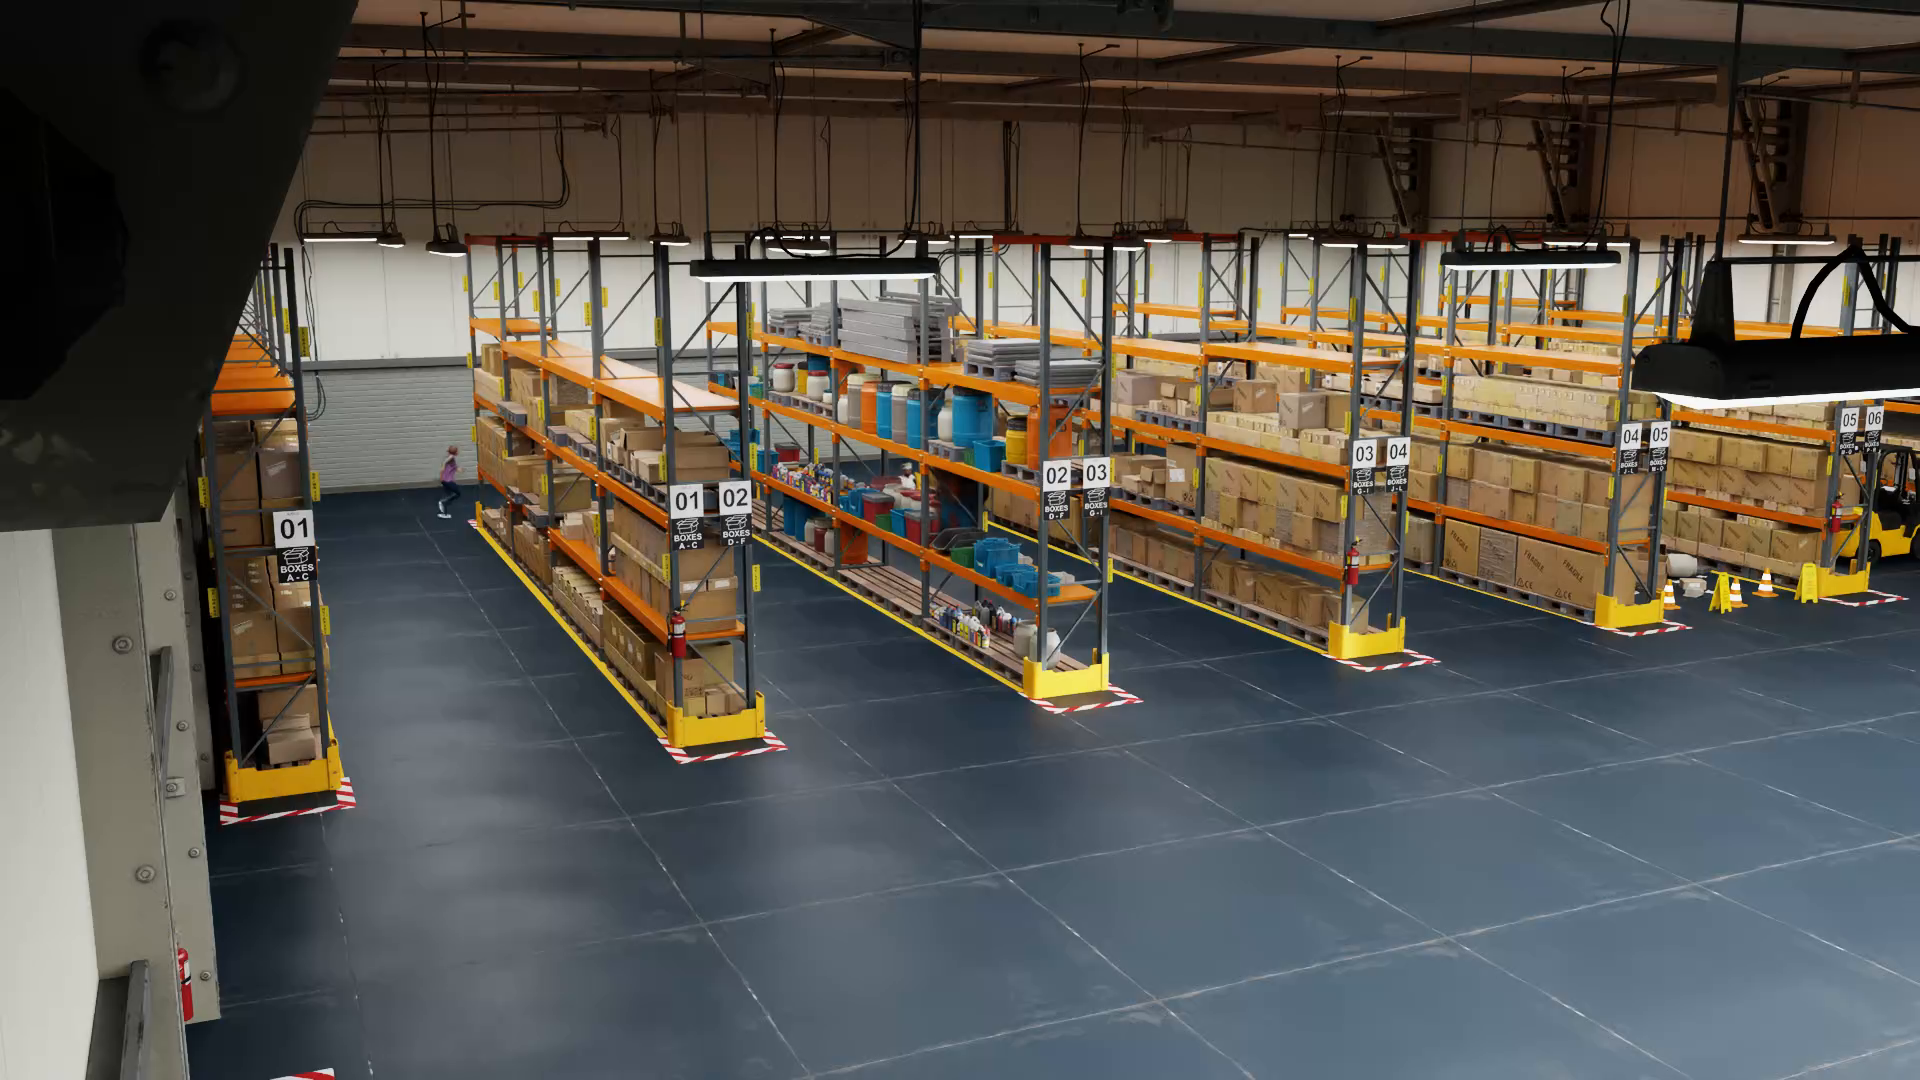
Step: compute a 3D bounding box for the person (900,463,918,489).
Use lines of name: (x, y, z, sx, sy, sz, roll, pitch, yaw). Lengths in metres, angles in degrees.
person: (-1.021, -0.649, 32.071, 0.543, 1.744, 0.831, -6, 12, -27)

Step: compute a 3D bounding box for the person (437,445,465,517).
person: (-10.912, -1.261, 35.589, 0.641, 1.541, 0.516, -6, 13, -29)
